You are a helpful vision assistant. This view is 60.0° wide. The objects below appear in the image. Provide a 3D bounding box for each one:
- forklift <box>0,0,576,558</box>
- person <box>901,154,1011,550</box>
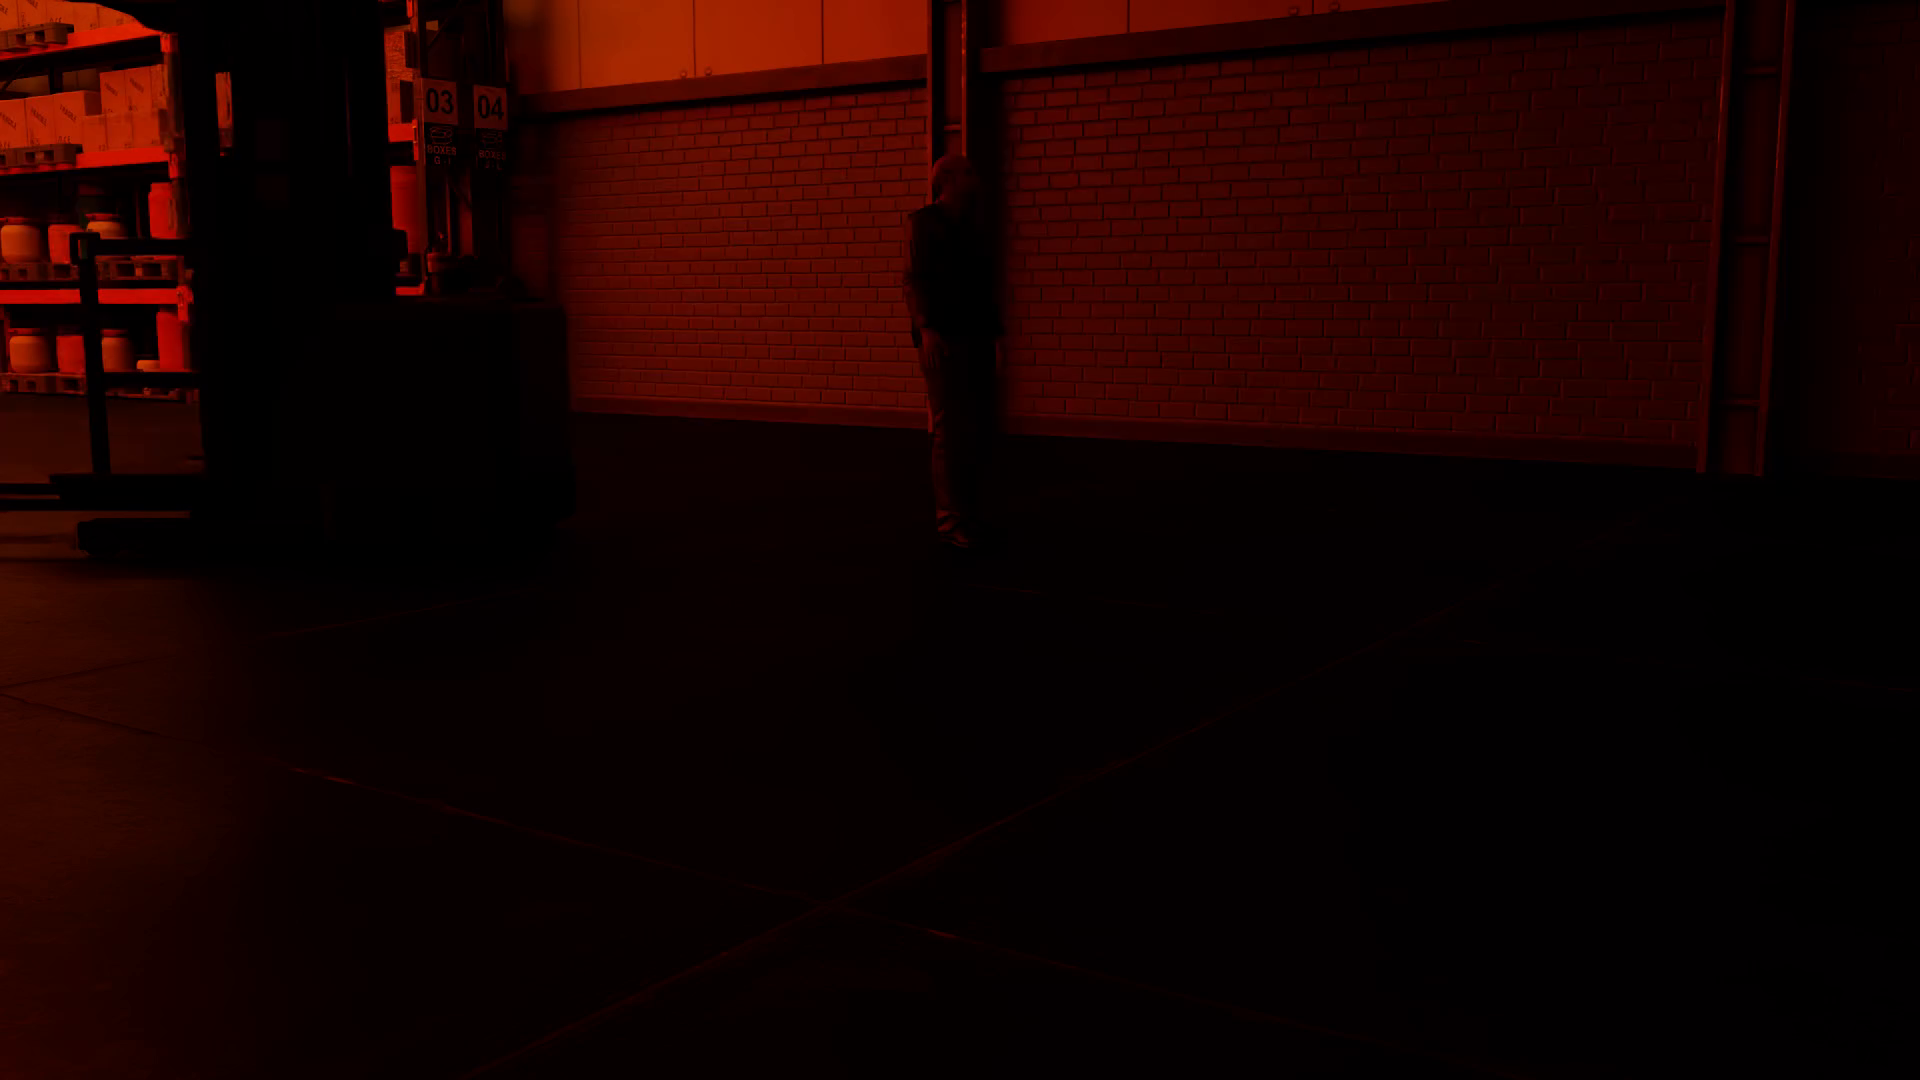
[{"bbox_3d":[-3.364,-1.449,7.381,3.031,2.935,1.130,0,8,1],"label":"forklift"},{"bbox_3d":[0.048,-0.854,7.441,0.566,1.722,0.634,5,10,34],"label":"person"}]
